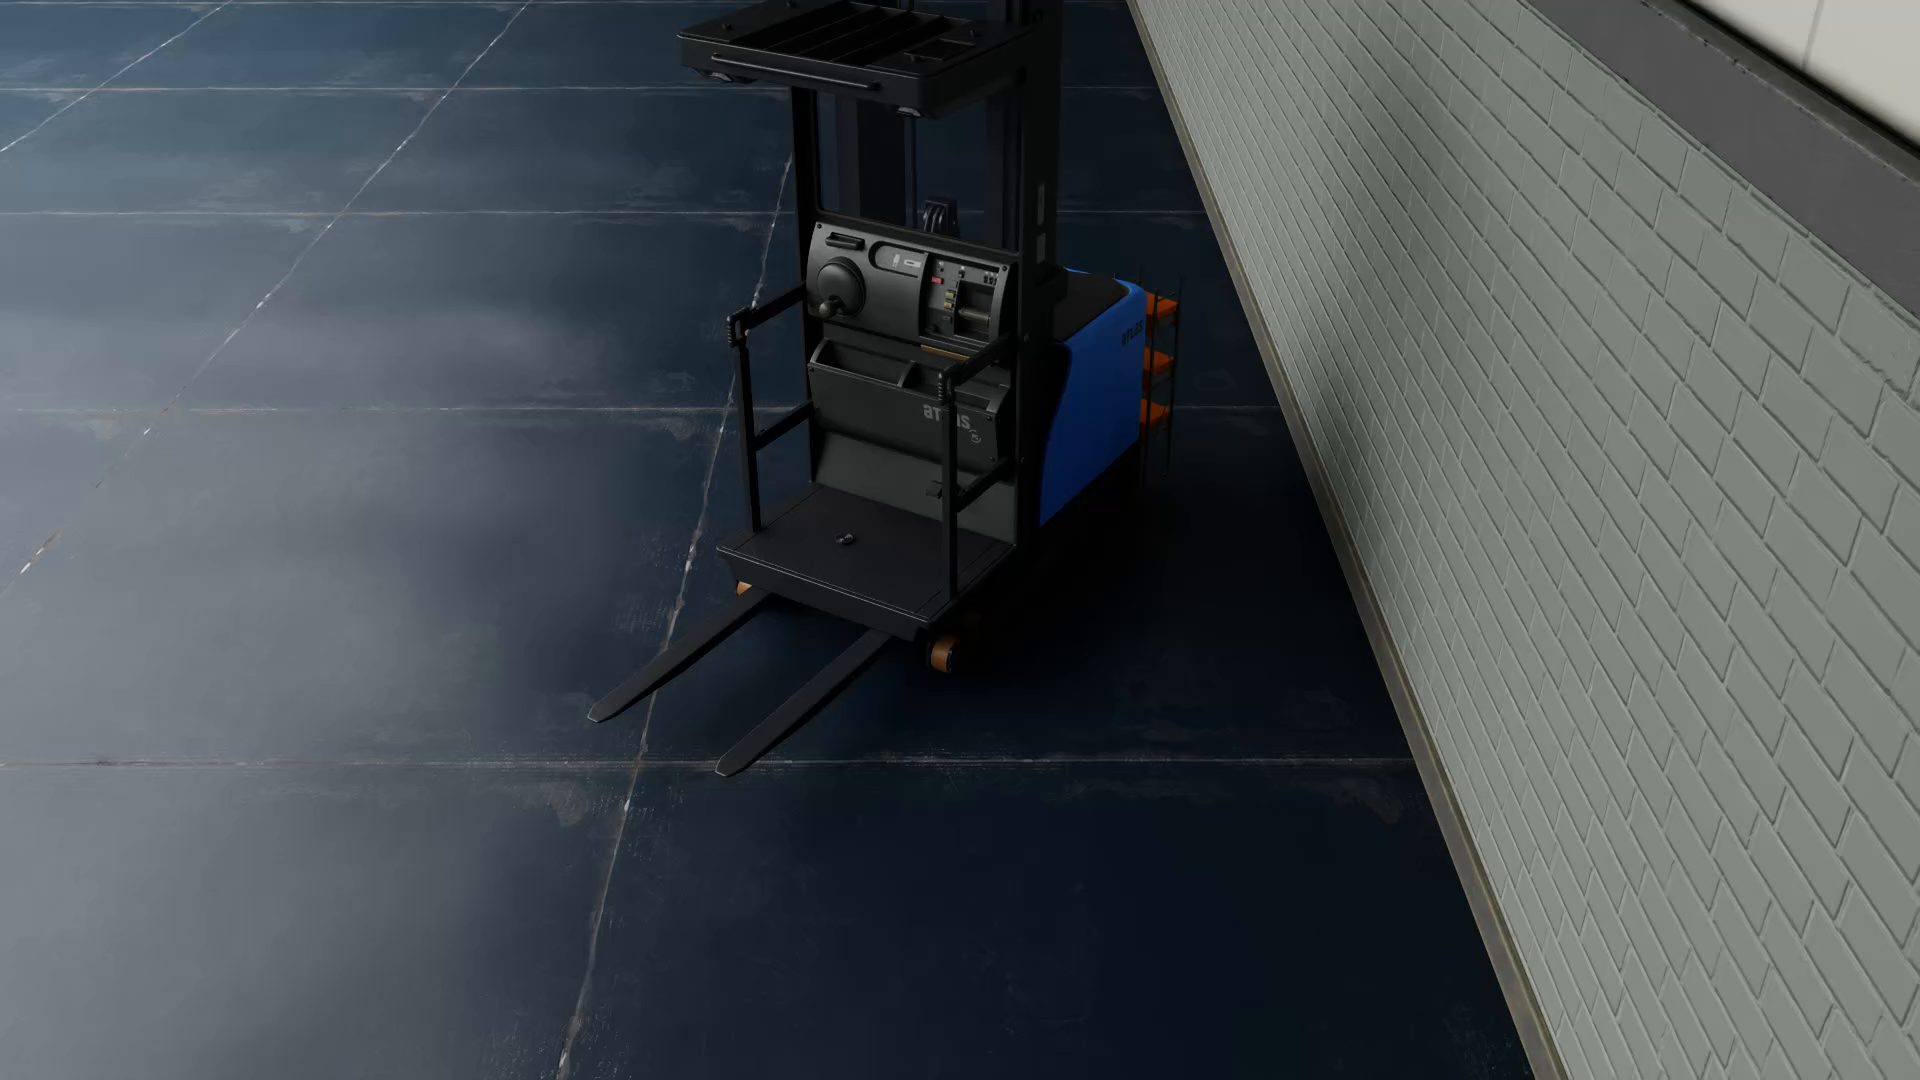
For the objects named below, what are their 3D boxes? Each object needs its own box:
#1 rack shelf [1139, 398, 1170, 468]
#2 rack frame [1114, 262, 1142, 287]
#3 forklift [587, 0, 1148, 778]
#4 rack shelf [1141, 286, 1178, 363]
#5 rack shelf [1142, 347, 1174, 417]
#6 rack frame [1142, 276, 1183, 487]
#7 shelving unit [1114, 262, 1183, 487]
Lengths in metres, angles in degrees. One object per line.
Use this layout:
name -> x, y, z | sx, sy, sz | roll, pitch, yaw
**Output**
rack shelf -> 0.882, -0.544, 8.191 | 0.240, 0.259, 0.215 | 27, 40, 37
rack frame -> 0.794, -0.835, 8.114 | 0.008, 1.050, 0.200 | 27, 40, 37
forklift -> -0.325, -0.978, 6.536 | 1.130, 2.935, 3.031 | 18, 35, 26
rack shelf -> 0.882, -1.024, 7.899 | 0.240, 0.259, 0.215 | 27, 40, 37
rack shelf -> 0.882, -0.782, 8.047 | 0.240, 0.259, 0.215 | 27, 40, 37
rack frame -> 0.969, -0.746, 7.968 | 0.008, 1.050, 0.200 | 27, 40, 37
shelving unit -> 0.882, -0.791, 8.041 | 0.252, 1.050, 0.215 | 27, 40, 37
